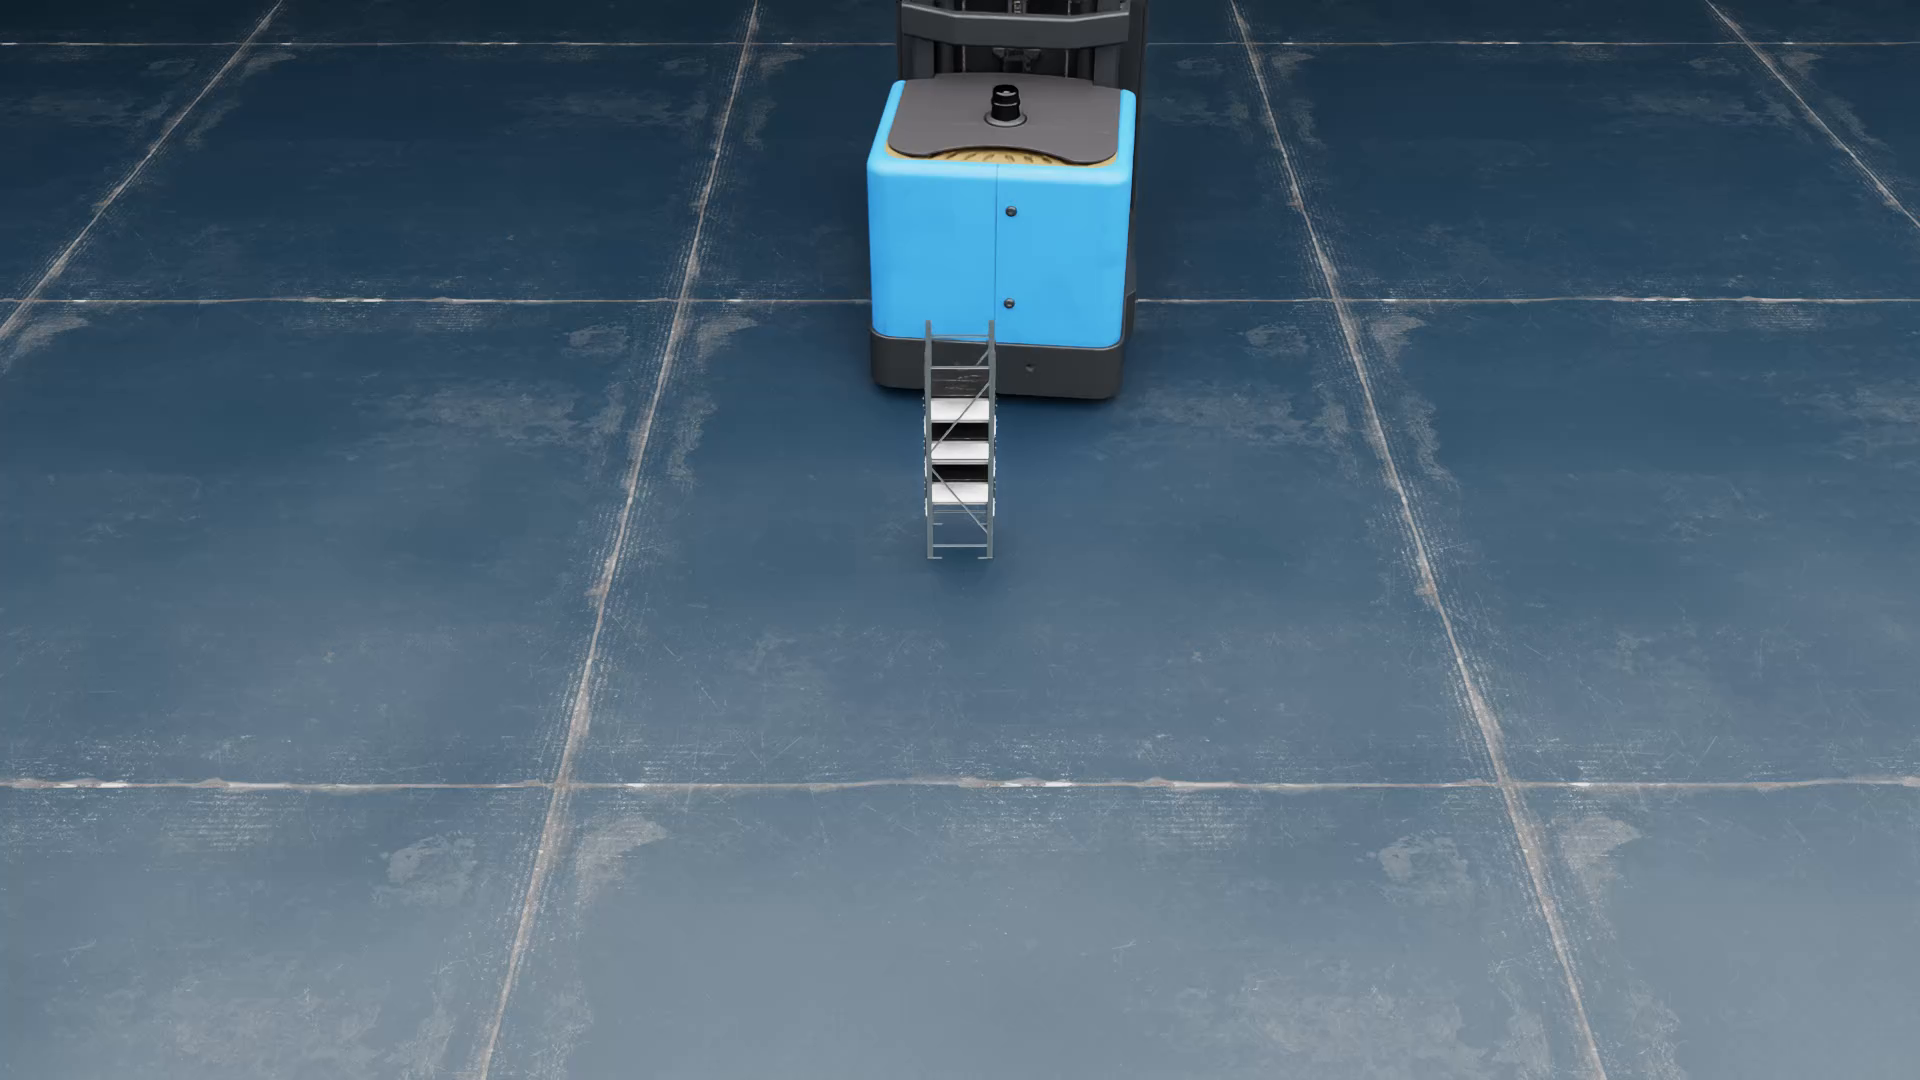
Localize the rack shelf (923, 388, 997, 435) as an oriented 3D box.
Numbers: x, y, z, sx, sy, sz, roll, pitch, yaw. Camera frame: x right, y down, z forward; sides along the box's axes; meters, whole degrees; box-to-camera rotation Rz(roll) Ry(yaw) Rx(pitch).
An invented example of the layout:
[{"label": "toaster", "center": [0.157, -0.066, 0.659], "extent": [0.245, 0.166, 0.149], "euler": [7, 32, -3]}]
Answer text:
[{"label": "rack shelf", "center": [0.000, -0.461, 5.871], "extent": [0.258, 0.077, 0.200], "euler": [0, 39, 0]}]

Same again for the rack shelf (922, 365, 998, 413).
[{"label": "rack shelf", "center": [0.000, -0.531, 5.814], "extent": [0.258, 0.077, 0.200], "euler": [0, 39, 0]}]

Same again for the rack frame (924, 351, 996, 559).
[{"label": "rack frame", "center": [0.000, -0.282, 5.883], "extent": [0.240, 0.900, 0.006], "euler": [0, 39, 0]}]

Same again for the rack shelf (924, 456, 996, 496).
[{"label": "rack shelf", "center": [0.000, -0.250, 6.039], "extent": [0.258, 0.077, 0.200], "euler": [0, 39, 0]}]

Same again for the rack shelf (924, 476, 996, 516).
[{"label": "rack shelf", "center": [0.000, -0.180, 6.096], "extent": [0.258, 0.077, 0.200], "euler": [0, 39, 0]}]

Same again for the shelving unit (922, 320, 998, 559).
[{"label": "shelving unit", "center": [0.000, -0.346, 5.962], "extent": [0.258, 0.900, 0.210], "euler": [0, 39, 0]}]

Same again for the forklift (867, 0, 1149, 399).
[{"label": "forklift", "center": [0.293, -2.637, 7.197], "extent": [1.130, 2.935, 3.031], "euler": [4, 39, 5]}]

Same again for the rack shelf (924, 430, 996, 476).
[{"label": "rack shelf", "center": [0.000, -0.320, 5.983], "extent": [0.258, 0.077, 0.200], "euler": [0, 39, 0]}]

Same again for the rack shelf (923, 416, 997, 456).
[{"label": "rack shelf", "center": [0.000, -0.390, 5.927], "extent": [0.258, 0.077, 0.200], "euler": [0, 39, 0]}]

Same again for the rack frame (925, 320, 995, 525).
[{"label": "rack frame", "center": [0.000, -0.410, 6.042], "extent": [0.240, 0.900, 0.006], "euler": [0, 39, 0]}]
